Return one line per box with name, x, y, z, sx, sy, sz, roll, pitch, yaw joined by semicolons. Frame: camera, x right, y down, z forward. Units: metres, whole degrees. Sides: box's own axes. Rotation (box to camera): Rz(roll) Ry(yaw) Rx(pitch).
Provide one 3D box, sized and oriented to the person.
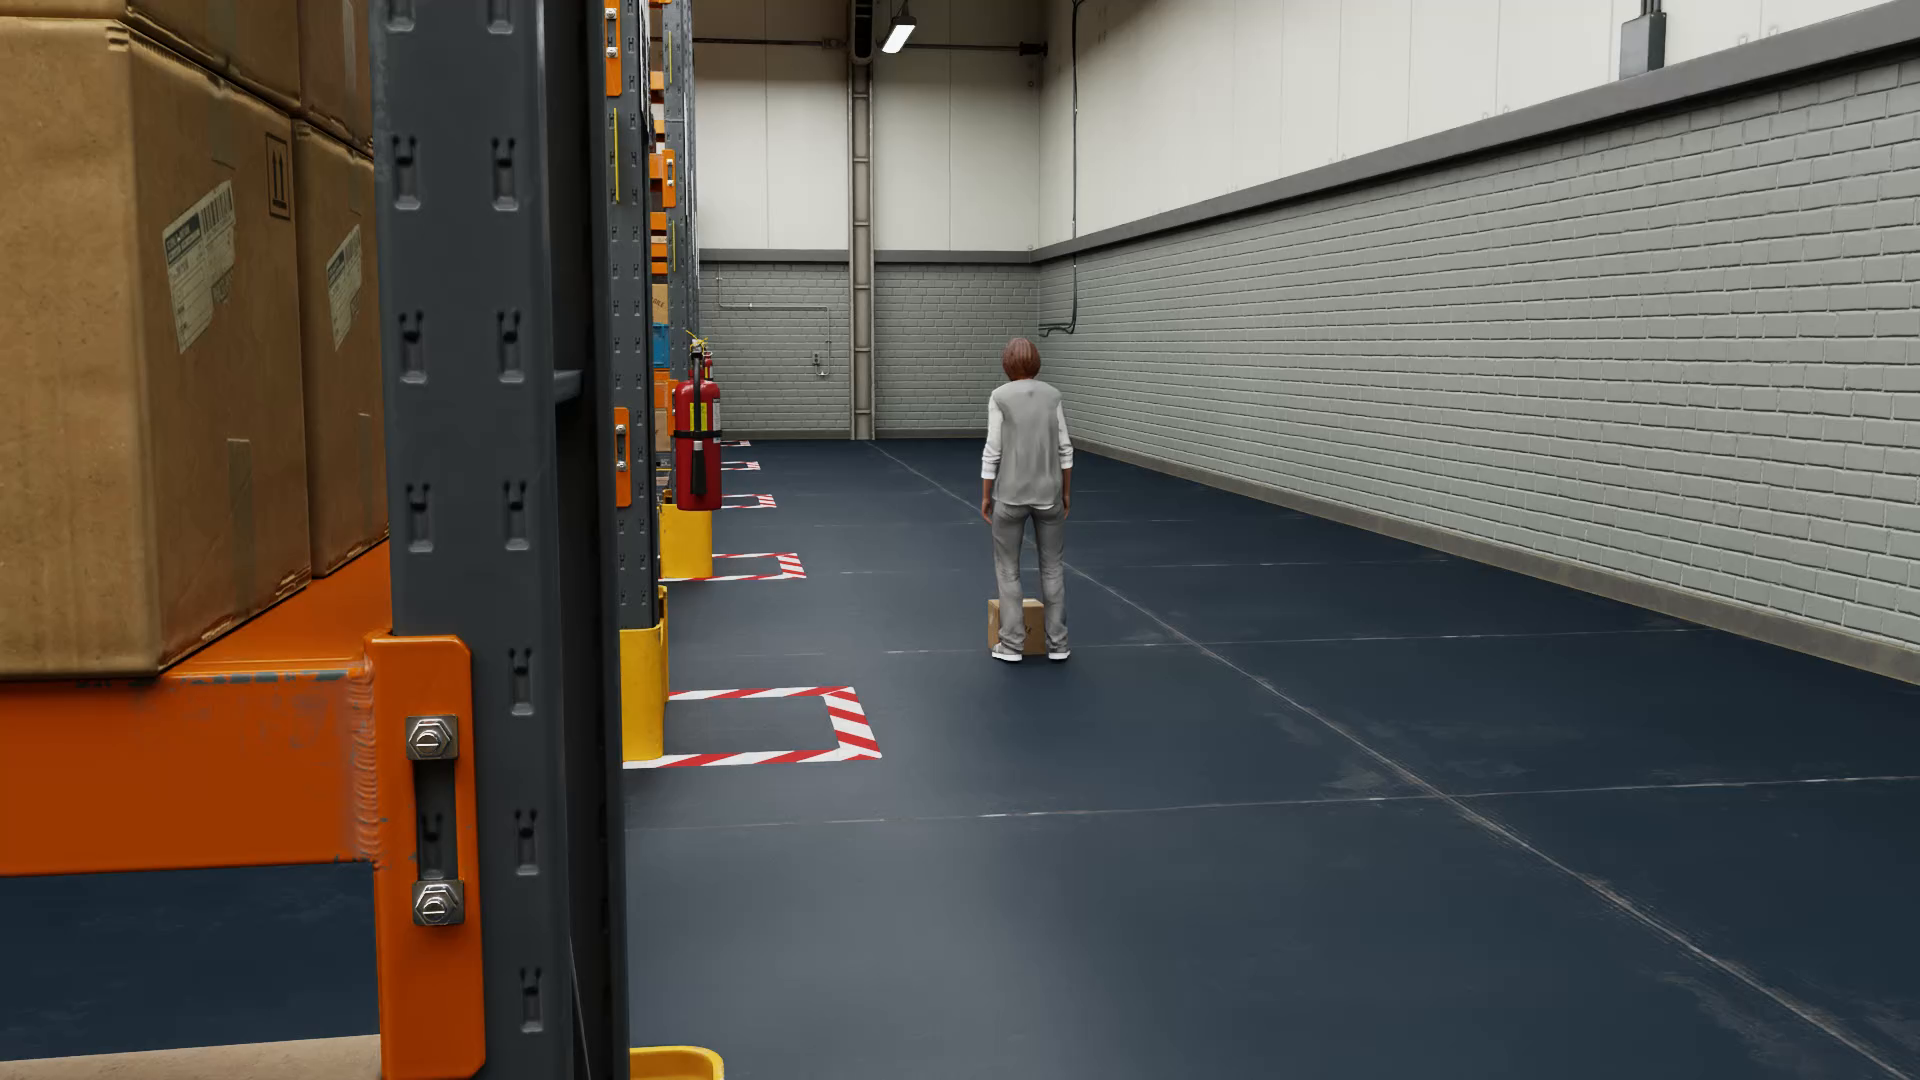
person;0.331;-0.195;8.183;0.485;1.593;0.344;-1;7;-12
